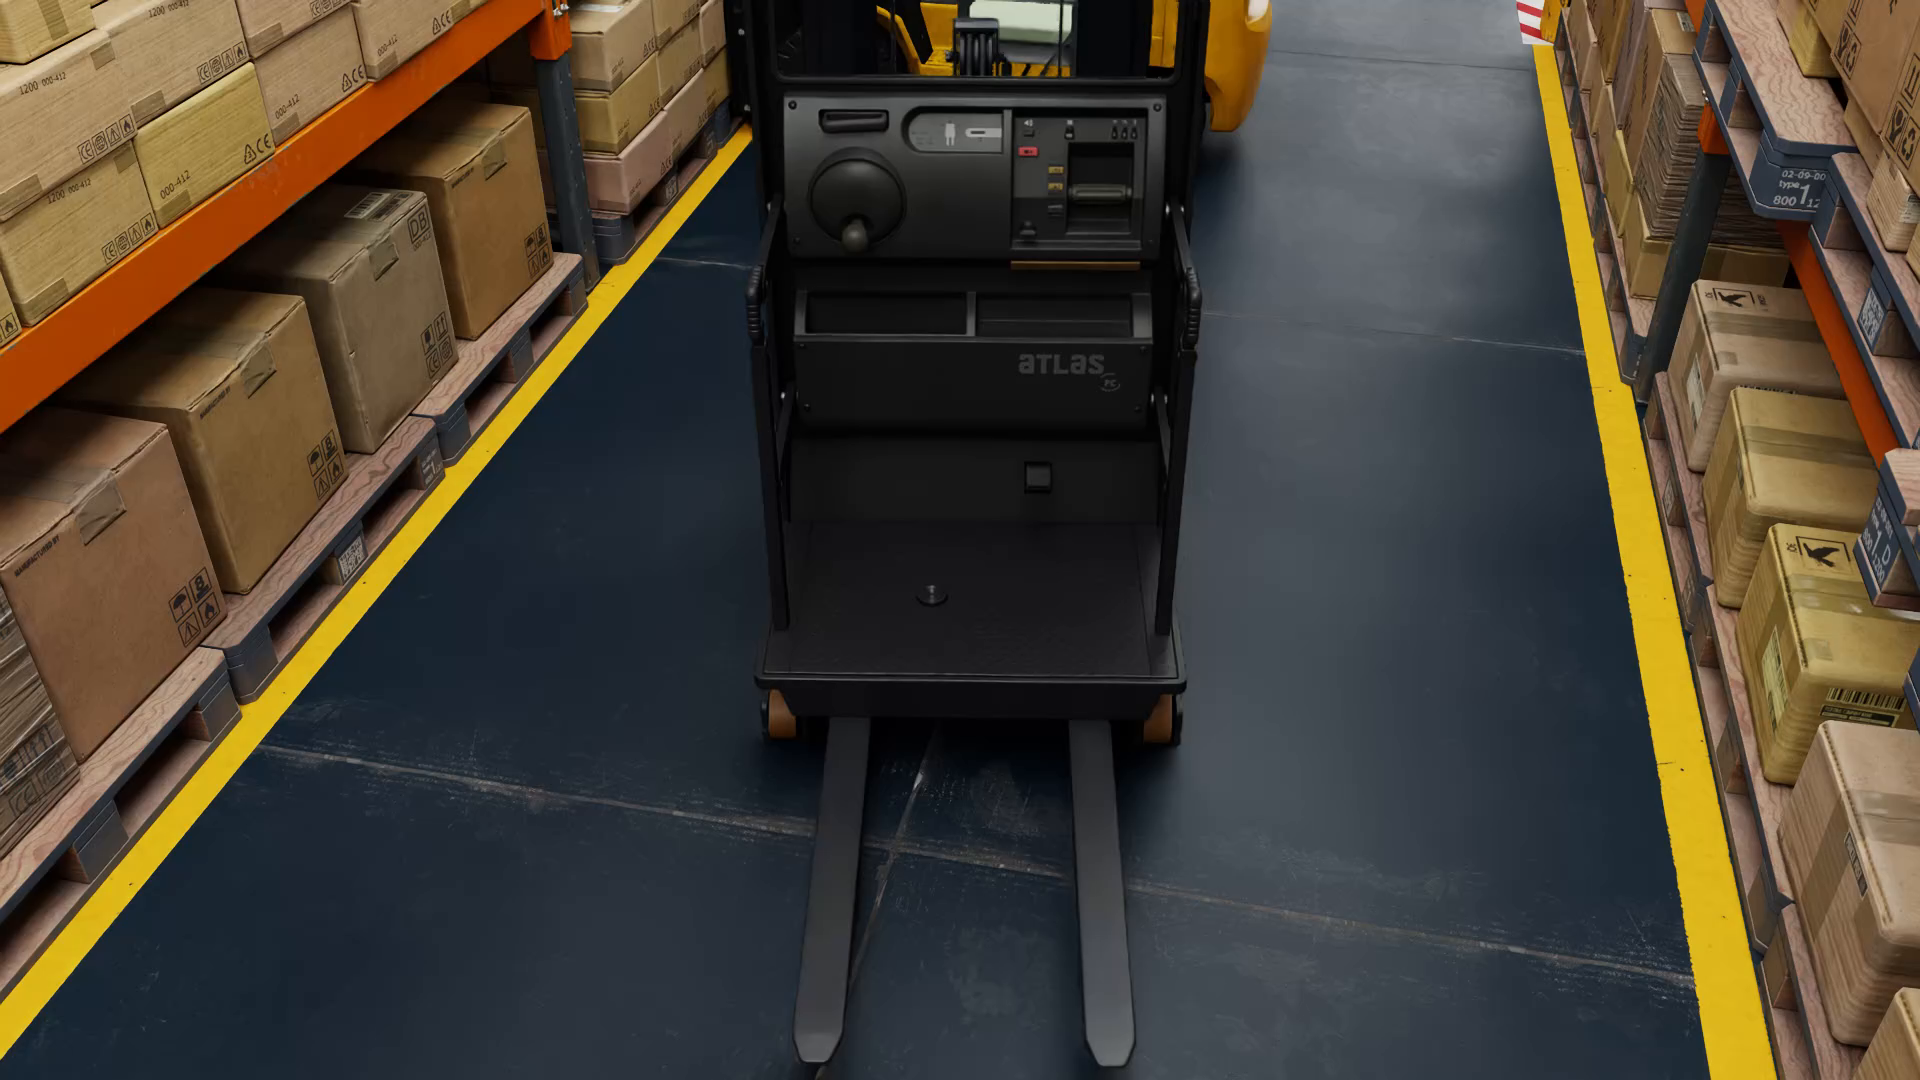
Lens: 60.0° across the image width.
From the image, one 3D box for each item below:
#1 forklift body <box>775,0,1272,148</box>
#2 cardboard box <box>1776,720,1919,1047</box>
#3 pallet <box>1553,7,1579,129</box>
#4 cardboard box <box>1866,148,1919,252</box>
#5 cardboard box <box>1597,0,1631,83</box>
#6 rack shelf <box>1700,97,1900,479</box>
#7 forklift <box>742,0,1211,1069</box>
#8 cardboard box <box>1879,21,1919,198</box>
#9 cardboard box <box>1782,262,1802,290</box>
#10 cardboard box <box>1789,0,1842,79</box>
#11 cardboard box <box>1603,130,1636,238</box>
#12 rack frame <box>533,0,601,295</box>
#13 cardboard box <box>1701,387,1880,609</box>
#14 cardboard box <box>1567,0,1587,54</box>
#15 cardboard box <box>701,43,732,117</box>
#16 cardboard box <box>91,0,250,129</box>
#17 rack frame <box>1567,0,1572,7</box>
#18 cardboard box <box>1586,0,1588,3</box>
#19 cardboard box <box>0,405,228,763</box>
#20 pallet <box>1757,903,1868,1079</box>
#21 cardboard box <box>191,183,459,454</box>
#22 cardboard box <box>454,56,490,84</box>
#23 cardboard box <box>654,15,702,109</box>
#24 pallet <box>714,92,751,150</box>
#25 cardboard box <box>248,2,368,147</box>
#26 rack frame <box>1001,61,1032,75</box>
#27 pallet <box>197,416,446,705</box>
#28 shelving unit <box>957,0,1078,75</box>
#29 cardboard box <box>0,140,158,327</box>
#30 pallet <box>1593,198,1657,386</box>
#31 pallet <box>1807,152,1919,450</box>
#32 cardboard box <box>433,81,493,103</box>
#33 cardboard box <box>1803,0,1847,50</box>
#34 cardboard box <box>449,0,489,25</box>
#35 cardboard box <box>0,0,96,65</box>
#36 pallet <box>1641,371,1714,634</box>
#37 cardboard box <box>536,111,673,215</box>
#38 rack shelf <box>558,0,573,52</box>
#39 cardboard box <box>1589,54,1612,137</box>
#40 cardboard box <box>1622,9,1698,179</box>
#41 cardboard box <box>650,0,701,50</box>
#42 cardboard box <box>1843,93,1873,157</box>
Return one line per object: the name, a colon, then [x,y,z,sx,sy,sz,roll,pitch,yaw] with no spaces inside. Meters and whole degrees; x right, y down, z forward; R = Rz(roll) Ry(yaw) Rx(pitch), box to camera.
forklift body: [0.286,-2.920,7.446,2.313,2.155,1.214,7,37,10]
cardboard box: [2.330,0.774,3.507,0.950,0.372,0.625,7,36,9]
pallet: [3.535,-2.326,8.279,1.003,0.211,1.213,7,37,10]
cardboard box: [2.172,-0.714,3.535,0.380,0.149,0.250,9,37,12]
cardboard box: [3.089,-2.292,7.202,0.500,0.500,0.500,8,37,11]
rack shelf: [2.477,-0.228,3.622,1.077,0.370,4.000,7,37,10]
forklift: [0.034,-0.824,3.890,1.130,2.935,3.031,1,36,1]
cardboard box: [2.200,-0.900,3.239,0.500,0.500,0.500,6,36,8]
cardboard box: [3.294,-1.027,6.097,0.500,0.250,0.500,6,36,8]
cardboard box: [2.416,-1.315,4.365,0.380,0.149,0.250,8,37,11]
cardboard box: [2.872,-1.402,6.614,0.500,0.250,0.500,6,36,9]
rack frame: [-1.945,-2.286,5.849,1.000,3.000,0.127,7,37,10]
cardboard box: [2.645,-0.059,4.656,0.950,0.372,0.625,10,37,13]
cardboard box: [3.316,-2.588,8.251,0.500,0.250,0.500,7,37,10]
cardboard box: [-1.331,-2.168,7.671,0.500,0.250,0.500,8,37,11]
cardboard box: [-2.144,-1.239,4.106,0.500,0.250,0.500,8,37,11]
rack frame: [3.759,-3.960,8.157,1.000,3.000,0.127,7,37,10]
cardboard box: [3.312,-2.878,8.012,0.500,0.500,0.500,6,36,8]
cardboard box: [-2.521,0.067,4.267,0.875,0.625,0.625,8,37,11]
pallet: [2.218,1.308,3.265,1.003,0.211,1.213,7,37,10]
cardboard box: [-2.219,-0.750,5.395,0.875,0.625,0.625,7,37,9]
cardboard box: [-2.029,-2.054,6.662,0.500,0.250,0.500,8,37,11]
cardboard box: [-1.435,-2.073,7.114,0.500,0.250,0.500,7,37,10]
pallet: [-1.476,-2.310,8.257,1.003,0.211,1.213,7,37,10]
cardboard box: [-2.036,-1.334,4.663,0.500,0.250,0.500,8,37,10]
rack frame: [0.349,-1.596,6.173,0.400,1.500,0.023,7,37,10]
pallet: [-2.323,-0.028,5.109,1.003,0.211,1.213,7,37,10]
shelving unit: [0.269,-1.386,5.884,0.431,1.500,0.755,7,37,10]
cardboard box: [-2.251,-0.740,3.843,0.500,0.250,0.500,6,36,8]
pallet: [3.013,-0.927,6.349,1.003,0.211,1.213,7,37,10]
pallet: [2.433,-0.435,3.458,1.003,0.211,1.213,7,37,10]
cardboard box: [-2.042,-1.850,6.806,0.500,0.250,0.500,7,36,9]
cardboard box: [2.418,-1.477,4.036,0.500,0.500,0.500,7,37,10]
cardboard box: [-1.798,-1.904,5.449,0.500,0.250,0.500,8,37,11]
cardboard box: [-2.179,-1.183,3.689,0.380,0.149,0.250,8,37,11]
pallet: [2.740,-0.091,5.195,1.003,0.211,1.213,7,37,10]
cardboard box: [-1.519,-1.579,6.858,0.500,0.250,0.500,8,37,10]
rack shelf: [-1.518,-3.142,7.642,1.077,0.370,4.000,7,37,10]
cardboard box: [3.096,-1.982,7.414,0.500,0.250,0.500,10,37,13]
cardboard box: [2.876,-1.691,6.374,0.500,0.500,0.500,8,37,11]
cardboard box: [-1.417,-2.278,6.970,0.500,0.250,0.500,7,37,10]
cardboard box: [2.334,-1.001,3.931,0.380,0.149,0.250,8,37,11]
